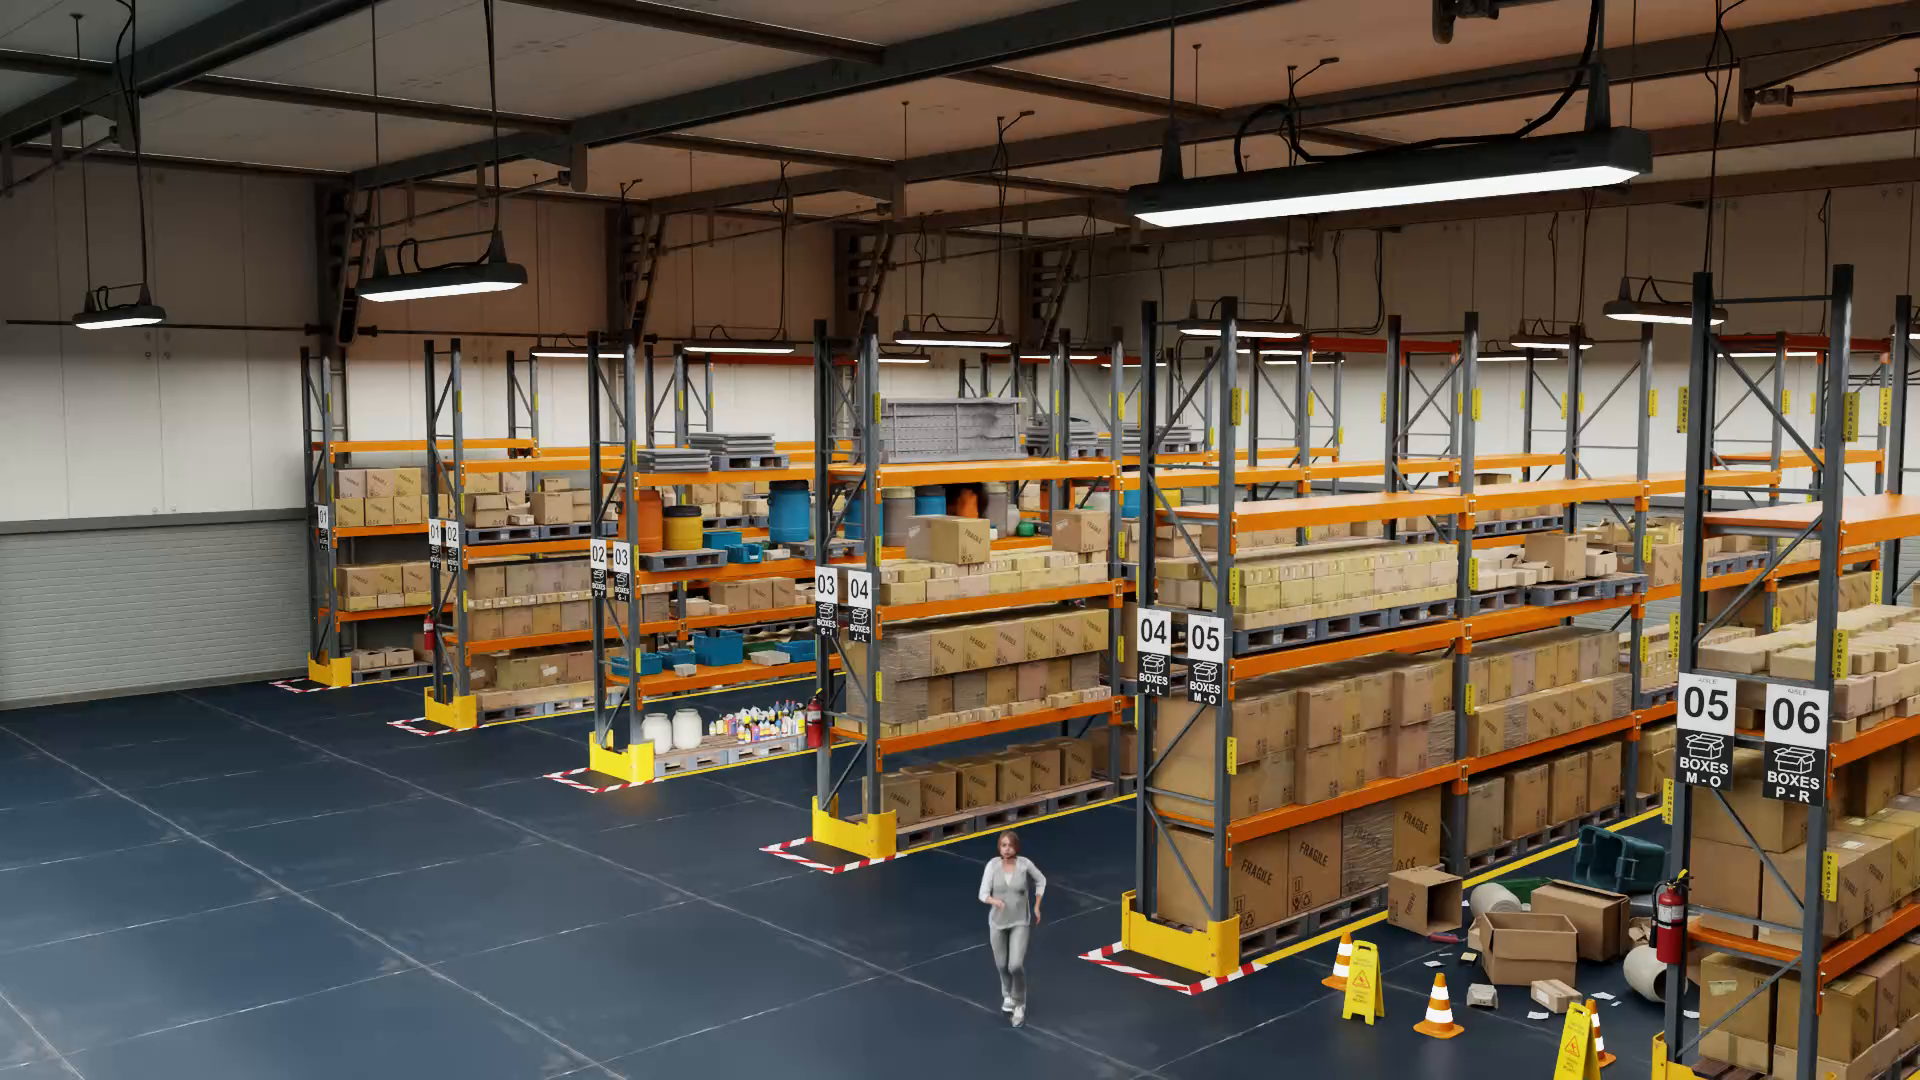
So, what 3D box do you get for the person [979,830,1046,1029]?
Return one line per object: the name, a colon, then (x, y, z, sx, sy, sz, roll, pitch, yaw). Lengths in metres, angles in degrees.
person: (0.413, 3.172, 13.603, 0.508, 1.611, 0.668, 1, 5, 13)
